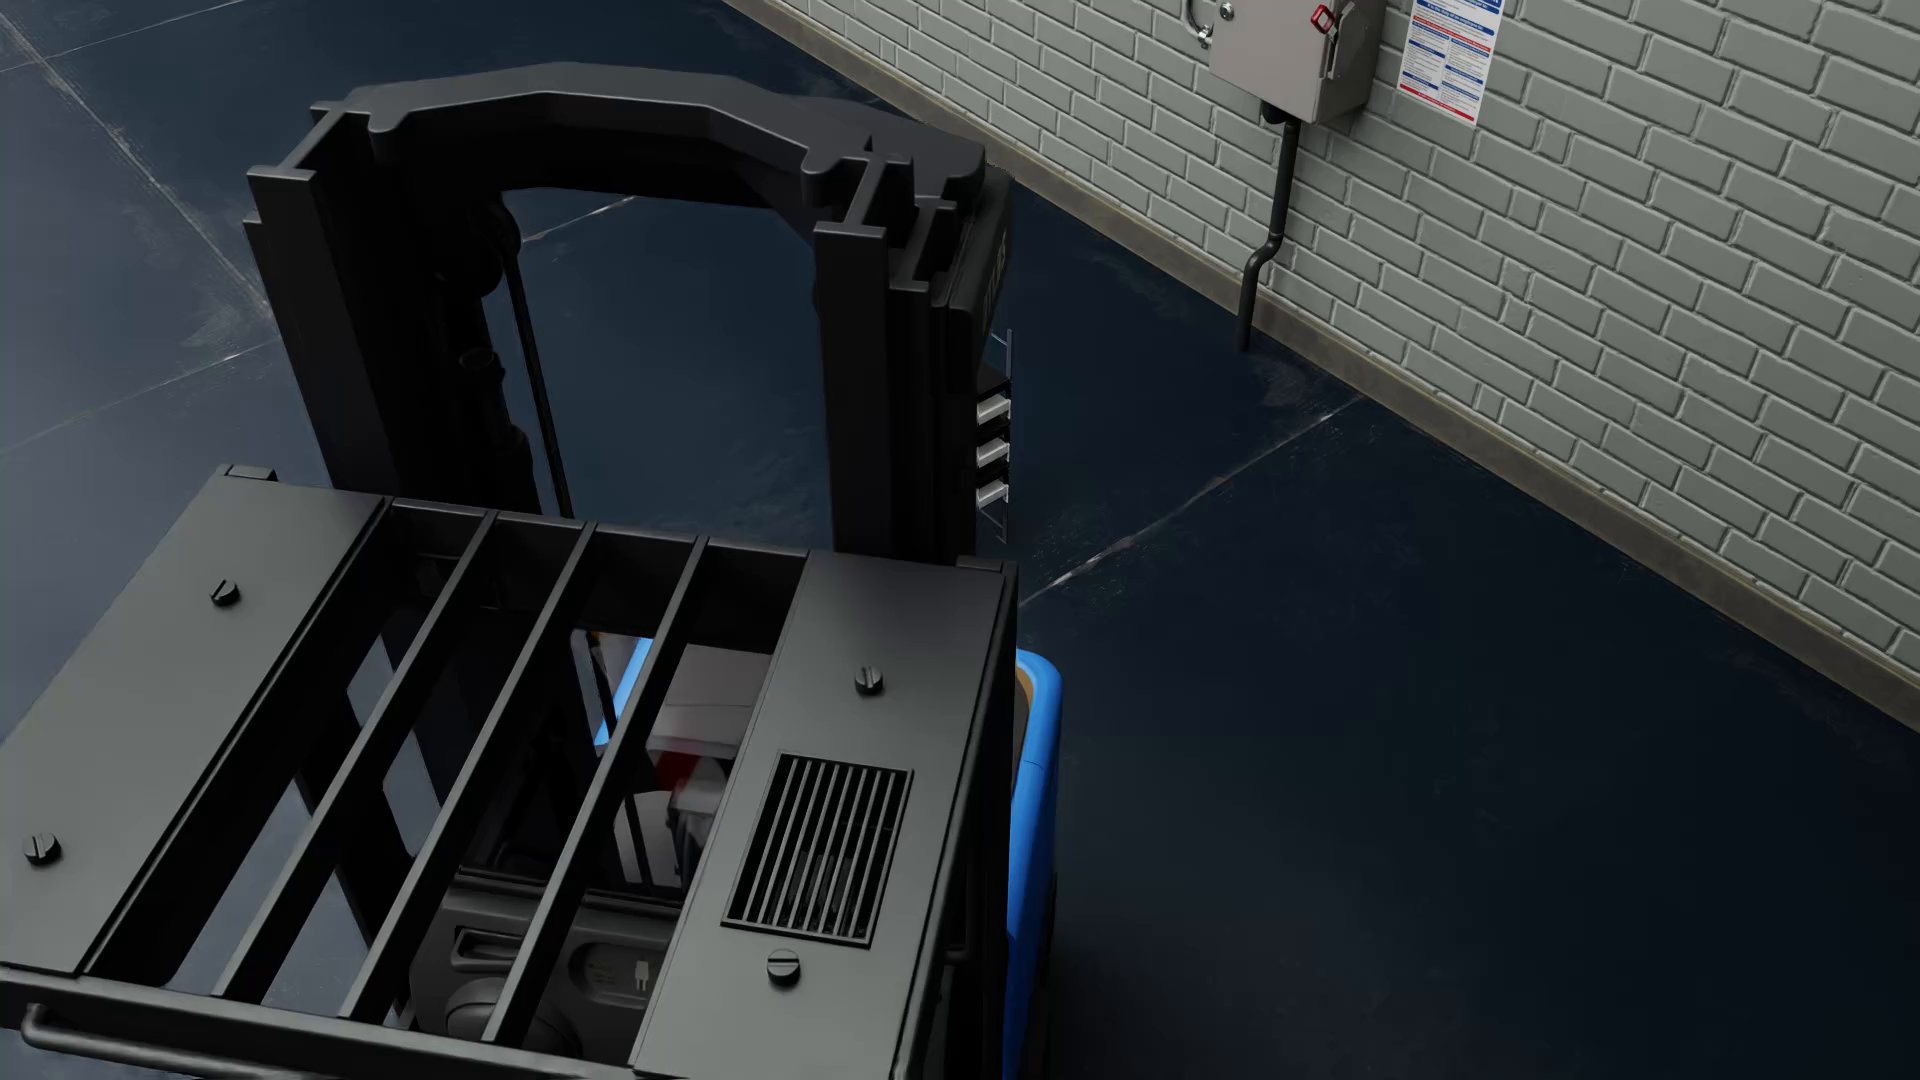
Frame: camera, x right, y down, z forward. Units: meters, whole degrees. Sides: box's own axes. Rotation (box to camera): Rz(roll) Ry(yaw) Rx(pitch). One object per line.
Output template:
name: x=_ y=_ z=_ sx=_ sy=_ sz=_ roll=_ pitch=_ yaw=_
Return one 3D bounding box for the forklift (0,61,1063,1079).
forklift: x=-0.512 y=0.916 z=2.634 sx=1.130 sy=2.935 sz=3.031 roll=7 pitch=44 yaw=7

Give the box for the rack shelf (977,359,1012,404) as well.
rack shelf: x=0.006 y=-0.504 z=5.284 sx=0.200 sy=0.077 sz=0.258 roll=-30 pitch=51 yaw=-28

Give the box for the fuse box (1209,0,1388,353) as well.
fuse box: x=1.102 y=-1.350 z=5.938 sx=0.414 sy=1.711 sz=0.539 roll=-30 pitch=51 yaw=-28

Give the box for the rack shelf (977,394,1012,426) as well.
rack shelf: x=0.006 y=-0.439 z=5.345 sx=0.200 sy=0.077 sz=0.258 roll=-30 pitch=51 yaw=-28

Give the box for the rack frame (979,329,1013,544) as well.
rack frame: x=0.084 y=-0.376 z=5.493 sx=0.006 sy=0.900 sz=0.240 roll=-30 pitch=51 yaw=-28

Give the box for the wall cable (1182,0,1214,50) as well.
wall cable: x=0.785 y=-2.618 z=5.604 sx=0.122 sy=1.984 sz=0.588 roll=-30 pitch=51 yaw=-28

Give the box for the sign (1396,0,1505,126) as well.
sign: x=1.578 y=-1.617 z=5.350 sx=0.001 sy=0.494 sz=0.329 roll=-30 pitch=51 yaw=-28

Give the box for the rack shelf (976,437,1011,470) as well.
rack shelf: x=0.006 y=-0.307 z=5.469 sx=0.200 sy=0.077 sz=0.258 roll=-30 pitch=51 yaw=-28

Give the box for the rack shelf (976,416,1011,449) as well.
rack shelf: x=0.006 y=-0.373 z=5.407 sx=0.200 sy=0.077 sz=0.258 roll=-30 pitch=51 yaw=-28

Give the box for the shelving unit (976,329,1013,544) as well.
shelving unit: x=0.006 y=-0.332 z=5.446 sx=0.210 sy=0.900 sz=0.258 roll=-30 pitch=51 yaw=-28

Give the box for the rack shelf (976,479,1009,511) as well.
rack shelf: x=0.006 y=-0.176 z=5.592 sx=0.200 sy=0.077 sz=0.258 roll=-30 pitch=51 yaw=-28

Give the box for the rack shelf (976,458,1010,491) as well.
rack shelf: x=0.006 y=-0.242 z=5.530 sx=0.200 sy=0.077 sz=0.258 roll=-30 pitch=51 yaw=-28
